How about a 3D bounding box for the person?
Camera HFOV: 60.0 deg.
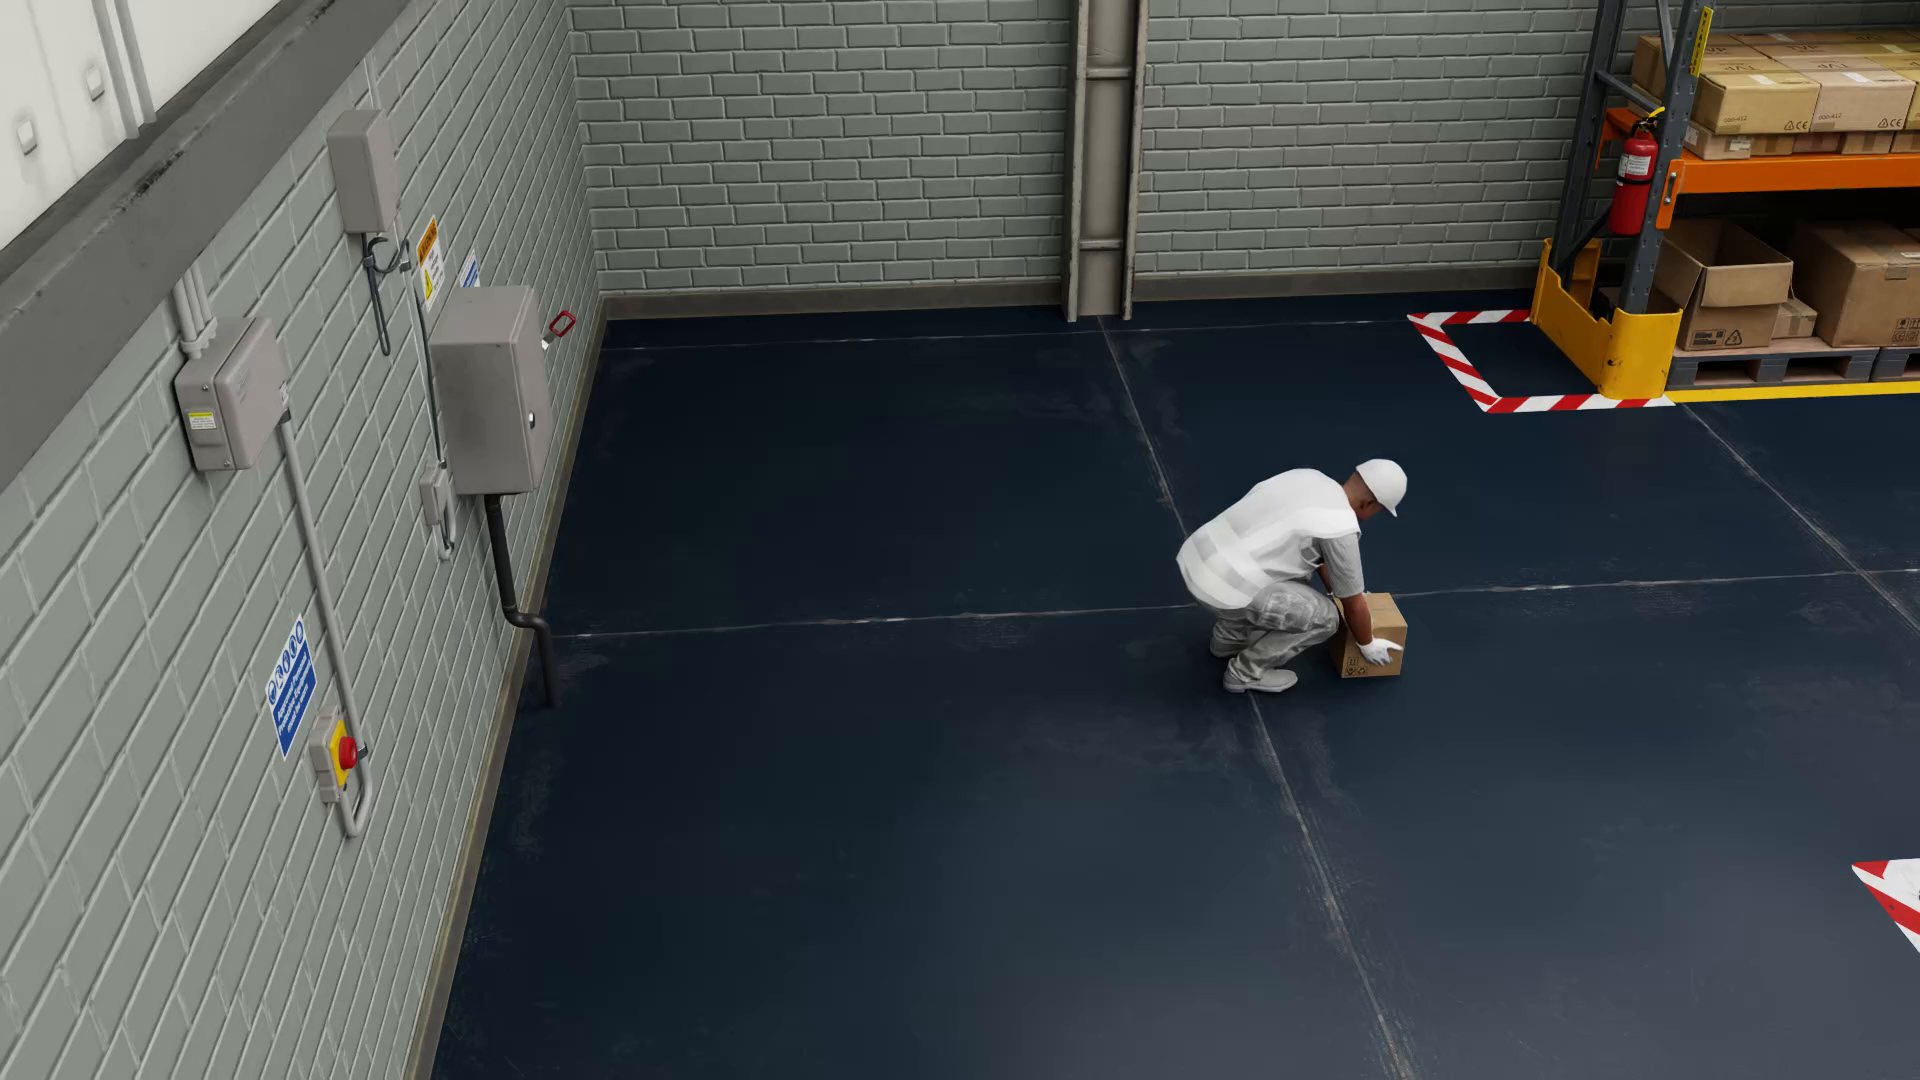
[{"bbox_3d":[1.338,0.118,6.762,0.911,0.921,0.576,-3,31,-5],"label":"person"}]
